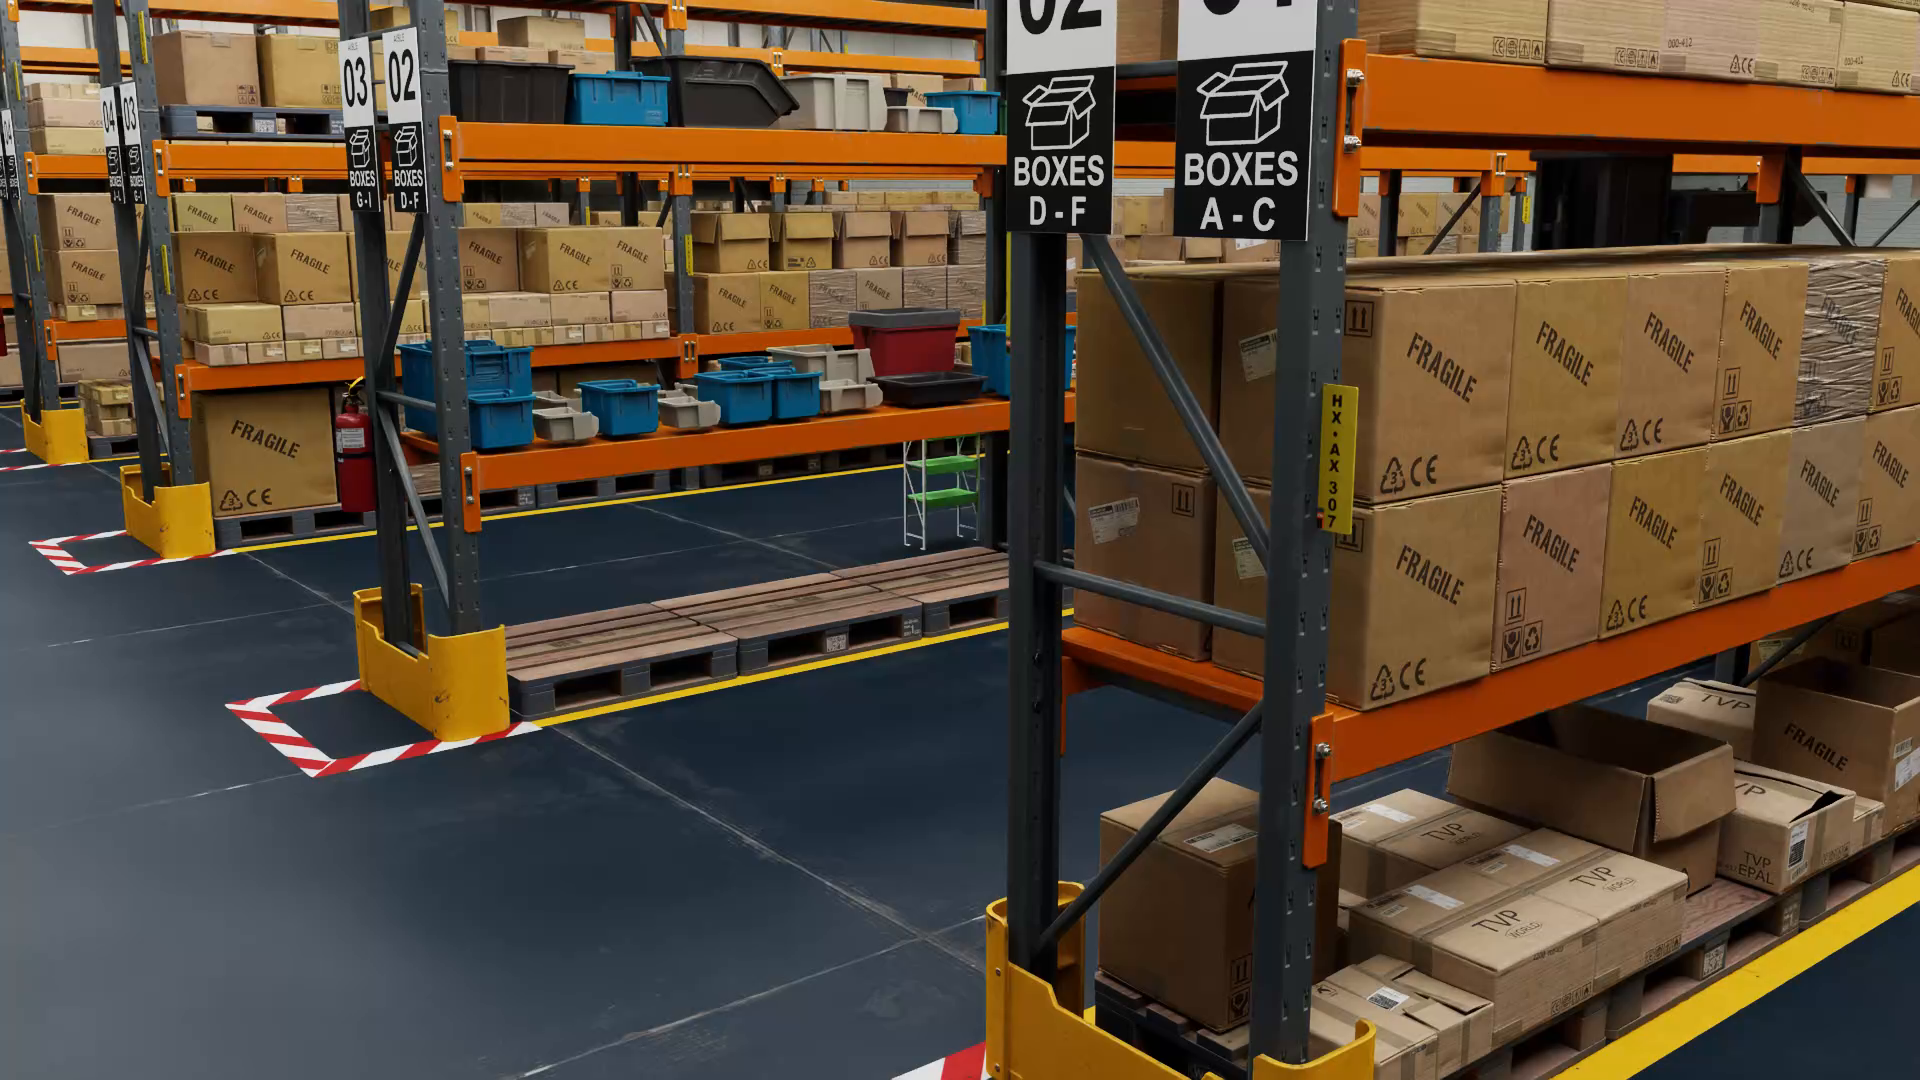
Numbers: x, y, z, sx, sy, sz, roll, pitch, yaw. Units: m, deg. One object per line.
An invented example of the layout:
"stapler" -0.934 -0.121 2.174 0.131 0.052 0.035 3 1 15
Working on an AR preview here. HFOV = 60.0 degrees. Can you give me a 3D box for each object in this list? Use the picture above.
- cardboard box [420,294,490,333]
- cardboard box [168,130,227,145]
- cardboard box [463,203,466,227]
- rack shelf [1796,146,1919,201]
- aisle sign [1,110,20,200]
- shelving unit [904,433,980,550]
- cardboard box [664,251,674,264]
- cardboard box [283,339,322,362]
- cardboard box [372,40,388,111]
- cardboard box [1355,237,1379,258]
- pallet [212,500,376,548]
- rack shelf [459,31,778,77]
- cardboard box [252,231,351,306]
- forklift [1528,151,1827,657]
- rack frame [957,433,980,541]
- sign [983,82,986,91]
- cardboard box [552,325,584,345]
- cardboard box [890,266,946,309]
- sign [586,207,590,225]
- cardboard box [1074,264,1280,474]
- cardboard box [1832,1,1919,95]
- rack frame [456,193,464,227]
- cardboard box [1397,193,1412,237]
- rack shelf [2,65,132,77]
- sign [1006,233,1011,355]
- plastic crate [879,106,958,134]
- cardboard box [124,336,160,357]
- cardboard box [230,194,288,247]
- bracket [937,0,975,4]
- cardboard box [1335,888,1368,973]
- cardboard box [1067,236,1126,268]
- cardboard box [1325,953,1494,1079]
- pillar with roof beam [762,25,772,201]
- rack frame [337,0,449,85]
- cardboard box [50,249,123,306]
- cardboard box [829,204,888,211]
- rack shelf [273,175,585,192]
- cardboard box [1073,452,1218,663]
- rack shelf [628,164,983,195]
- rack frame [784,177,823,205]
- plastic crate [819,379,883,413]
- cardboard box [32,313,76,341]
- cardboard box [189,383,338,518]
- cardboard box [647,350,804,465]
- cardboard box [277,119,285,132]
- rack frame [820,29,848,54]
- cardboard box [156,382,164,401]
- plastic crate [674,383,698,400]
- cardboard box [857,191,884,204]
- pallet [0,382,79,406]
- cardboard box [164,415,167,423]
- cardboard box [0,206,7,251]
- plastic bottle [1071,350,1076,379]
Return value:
"cardboard box" -3.953 -1.742 12.757 0.500 0.250 0.500 -10 15 -39
"cardboard box" -7.398 -3.815 16.012 0.500 0.250 0.500 -10 16 -39
"cardboard box" -7.068 -4.328 22.641 0.500 0.500 0.500 -10 15 -39
"rack shelf" 5.174 -1.737 7.596 4.000 0.370 1.077 -9 15 -38
"aisle sign" -8.586 -3.481 15.042 0.004 0.787 0.394 -9 15 -38
"shelving unit" -0.129 -0.565 11.903 0.503 1.200 0.258 -9 15 -38
"cardboard box" -3.374 -3.262 19.146 0.250 0.149 0.380 -10 15 -38
"cardboard box" -4.814 -1.386 12.041 0.250 0.149 0.380 -10 16 -39
"cardboard box" -4.436 -3.425 12.322 0.500 0.500 0.700 -11 16 -41
"cardboard box" 4.476 -3.309 19.533 0.500 0.500 0.875 -9 15 -38
"pallet" -5.121 -0.202 12.573 1.213 0.211 1.003 -9 15 -38
"rack shelf" -4.031 -5.433 18.745 4.000 0.370 1.077 -9 15 -38
"cardboard box" -4.763 -1.972 12.034 0.500 0.500 0.500 -10 16 -39
"forklift" 4.003 -0.901 9.314 3.031 2.935 1.130 -1 12 -6
"rack frame" 0.061 -0.597 12.052 0.015 1.200 0.240 -9 15 -38
"sign" 0.179 -2.727 10.505 0.005 0.325 0.100 -9 15 -38
"cardboard box" -3.209 -1.653 13.298 0.250 0.149 0.380 -9 15 -37
"cardboard box" -0.477 -2.301 15.502 0.500 0.500 0.500 -10 16 -39
"sign" -5.291 -4.572 23.651 0.005 0.325 0.100 -9 15 -38
"cardboard box" 0.665 -0.483 4.534 0.500 0.500 0.500 -10 15 -38
"cardboard box" 2.617 -1.520 5.204 0.500 0.250 0.500 -9 15 -38
"rack frame" -5.593 -2.786 18.030 0.127 3.000 1.000 -9 15 -38
"cardboard box" 4.964 -3.838 19.615 0.500 0.500 0.500 -9 15 -38
"rack shelf" -13.430 -6.702 23.768 4.000 0.370 1.077 -9 15 -38
"sign" 0.158 -0.656 4.449 0.005 0.325 0.100 -9 15 -38
"plastic crate" -0.235 -2.277 9.044 0.466 0.136 0.293 -9 15 -38
"cardboard box" -10.020 -2.348 21.122 0.875 0.438 0.875 -10 16 -39
"cardboard box" -6.994 -3.163 16.440 0.500 0.500 0.500 -10 16 -39
"bracket" -1.033 -11.022 33.704 4.783 0.066 0.076 -9 15 -38
"cardboard box" 1.132 1.180 5.114 0.250 0.166 0.380 -9 15 -38
"cardboard box" 1.320 -2.907 17.348 0.500 0.500 0.700 -7 14 -29
"cardboard box" 1.226 1.297 4.561 0.250 0.166 0.380 -9 15 -38
"pillar with roof beam" -0.915 -8.230 29.223 0.548 9.000 9.100 -9 15 -38
"rack frame" -2.603 -3.581 7.329 0.127 3.000 1.000 -9 15 -38
"cardboard box" -8.193 -2.475 15.607 0.500 0.500 0.500 -9 15 -35
"cardboard box" -1.319 -4.033 21.252 0.500 0.500 0.700 -10 15 -39
"rack shelf" -7.202 -4.951 22.734 4.000 0.370 1.077 -9 15 -38
"cardboard box" 0.669 0.006 4.637 0.500 0.500 0.500 -9 15 -36
"rack shelf" -1.012 -3.344 15.165 4.000 0.370 1.077 -9 15 -38
"rack frame" -2.517 -4.614 26.638 0.127 3.000 1.000 -9 15 -38
"plastic crate" -0.651 -0.791 9.124 0.466 0.136 0.293 -9 15 -38
"cardboard box" -13.287 -3.065 24.350 0.500 0.500 0.500 -9 15 -37
"cardboard box" -5.247 -0.712 12.364 0.875 0.875 0.875 -9 15 -38
"cardboard box" -2.086 -1.221 14.763 0.875 0.875 1.225 -9 15 -37
"cardboard box" -6.612 -4.190 16.574 0.500 0.250 0.500 -9 15 -35
"rack frame" -2.498 -8.872 32.248 0.127 3.000 1.000 -9 15 -38
"cardboard box" -7.678 -1.449 16.153 0.250 0.149 0.380 -9 15 -38
"plastic crate" -1.422 -0.799 9.160 0.250 0.136 0.298 -9 15 -38
"cardboard box" -1.626 -5.382 26.891 0.500 0.500 0.700 -9 15 -37
"pallet" -11.312 -1.810 20.143 1.213 0.211 1.003 -9 15 -38
"cardboard box" -7.764 -1.175 16.293 0.250 0.149 0.380 -9 15 -37
"cardboard box" -11.335 -3.611 19.266 0.500 0.500 0.500 -10 15 -39
"plastic bottle" 0.719 -1.154 10.821 0.097 0.201 0.097 0 12 0
